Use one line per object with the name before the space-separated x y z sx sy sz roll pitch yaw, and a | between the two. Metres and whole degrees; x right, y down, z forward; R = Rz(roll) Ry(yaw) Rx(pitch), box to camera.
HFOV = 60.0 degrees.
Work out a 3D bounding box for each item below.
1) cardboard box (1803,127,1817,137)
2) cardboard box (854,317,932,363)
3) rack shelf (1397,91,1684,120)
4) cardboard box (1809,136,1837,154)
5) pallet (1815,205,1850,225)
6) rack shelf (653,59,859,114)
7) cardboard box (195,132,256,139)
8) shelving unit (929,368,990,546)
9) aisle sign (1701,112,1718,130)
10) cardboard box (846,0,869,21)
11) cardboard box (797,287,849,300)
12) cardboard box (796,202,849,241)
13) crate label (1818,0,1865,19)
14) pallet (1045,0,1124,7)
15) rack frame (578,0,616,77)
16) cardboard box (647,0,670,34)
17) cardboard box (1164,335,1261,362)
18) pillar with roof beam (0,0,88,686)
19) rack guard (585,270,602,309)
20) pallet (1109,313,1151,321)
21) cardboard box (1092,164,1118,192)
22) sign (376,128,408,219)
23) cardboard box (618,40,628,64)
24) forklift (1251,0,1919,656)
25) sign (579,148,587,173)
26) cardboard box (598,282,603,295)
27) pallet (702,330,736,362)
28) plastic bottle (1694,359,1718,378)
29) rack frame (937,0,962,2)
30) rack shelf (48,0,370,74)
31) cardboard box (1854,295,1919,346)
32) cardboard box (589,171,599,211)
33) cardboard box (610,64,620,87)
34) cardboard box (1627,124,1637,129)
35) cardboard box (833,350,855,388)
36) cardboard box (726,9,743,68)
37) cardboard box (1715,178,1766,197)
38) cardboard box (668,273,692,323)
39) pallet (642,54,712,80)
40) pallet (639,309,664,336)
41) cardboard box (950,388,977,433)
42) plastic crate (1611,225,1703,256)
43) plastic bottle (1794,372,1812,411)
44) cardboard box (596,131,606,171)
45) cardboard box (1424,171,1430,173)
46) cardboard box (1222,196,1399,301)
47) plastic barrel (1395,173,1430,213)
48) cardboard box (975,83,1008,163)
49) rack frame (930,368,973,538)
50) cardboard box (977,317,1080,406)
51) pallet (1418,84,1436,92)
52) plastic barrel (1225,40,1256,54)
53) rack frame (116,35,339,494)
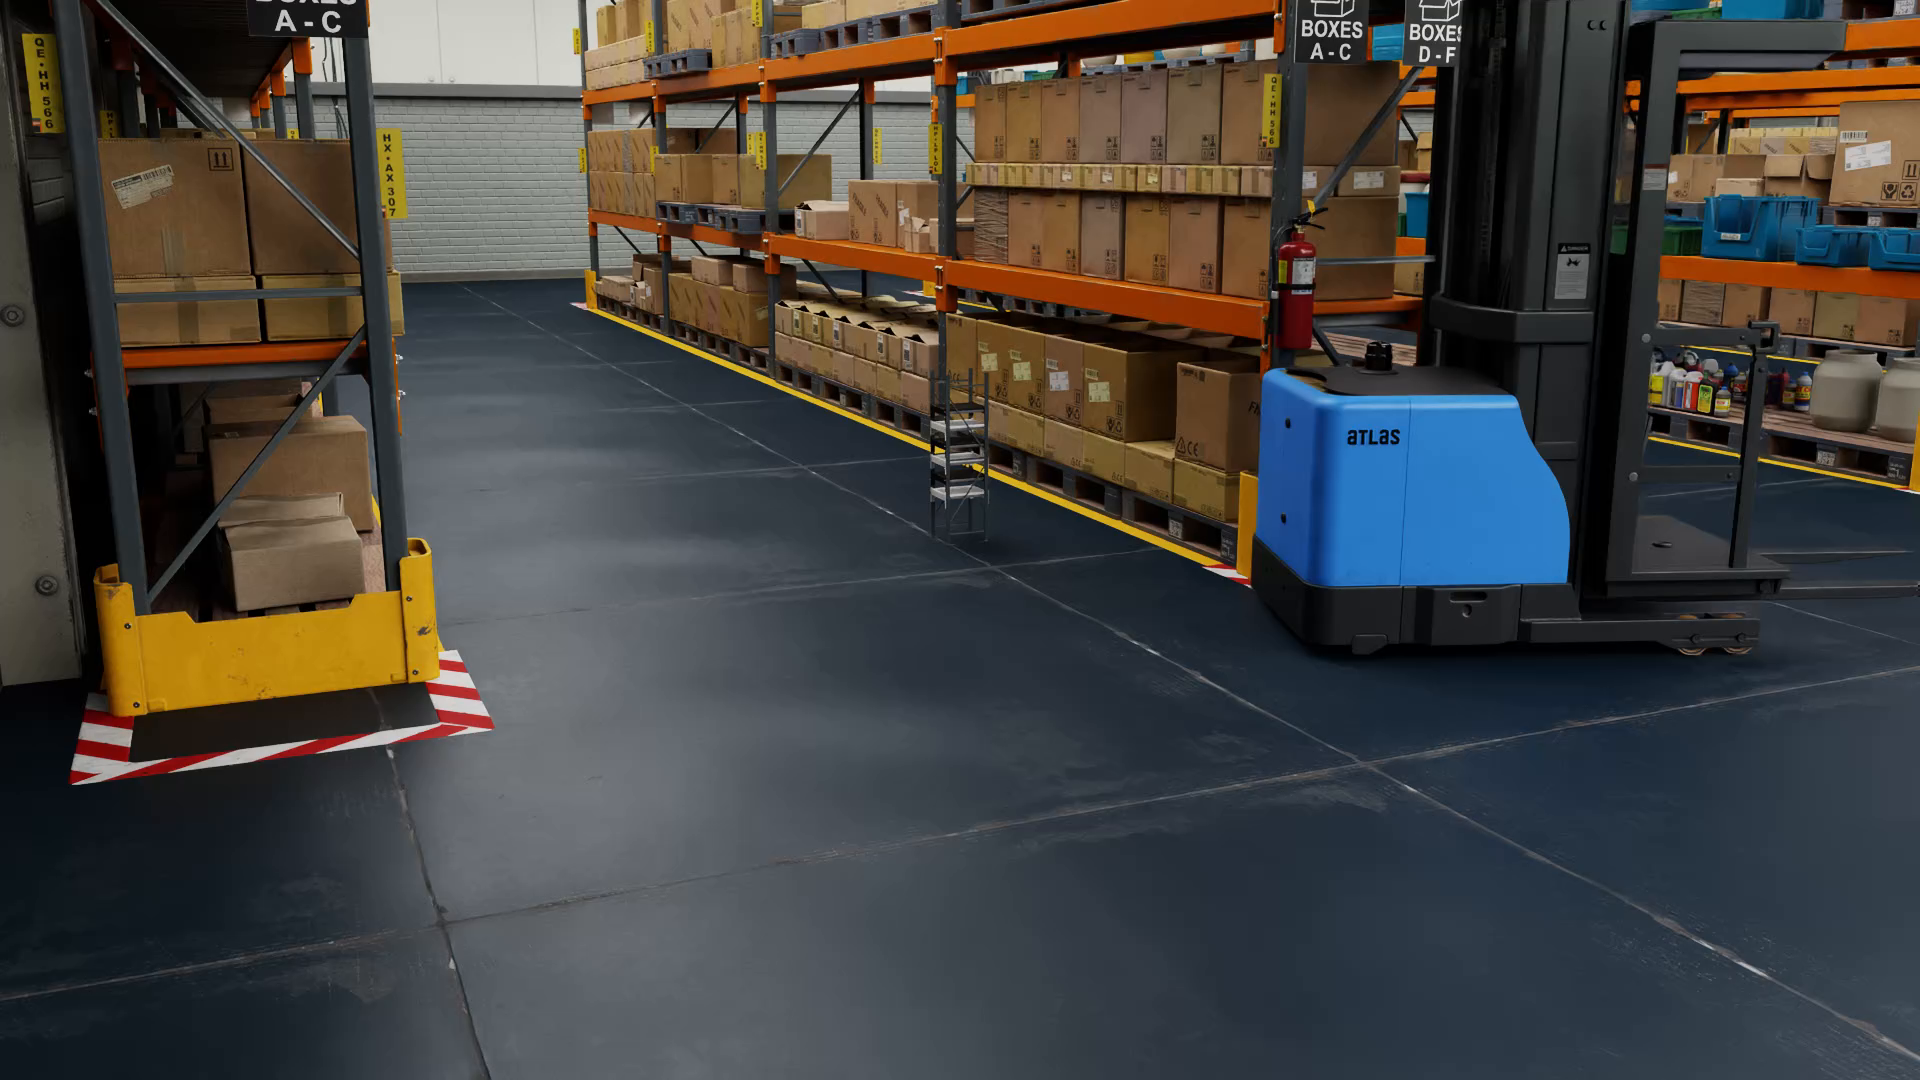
cardboard box | 14.304 -6.805 27.744 0.380 0.149 0.250 -6 14 -23
cardboard box | -0.505 -1.564 12.897 0.500 0.311 0.500 -6 14 -23
rack shelf | 7.006 -5.402 20.501 1.077 0.370 4.000 -6 14 -23
cardboard box | 14.435 -6.418 27.507 0.500 0.500 0.500 -5 14 -22
pallet | 8.638 -3.379 17.243 1.003 0.211 1.213 -6 14 -23
rack shelf | -2.072 -4.508 16.638 1.077 0.370 4.000 -6 14 -23
cardboard box | -5.500 -2.981 12.462 0.380 0.149 0.250 -8 15 -32
shelving unit | -0.003 -0.440 8.776 0.258 0.900 0.210 -6 14 -23
aisle sign | 13.389 -7.681 29.639 0.394 0.787 0.004 -6 14 -23
cardboard box | -0.592 -4.262 13.382 0.500 0.250 0.500 -6 14 -24
cardboard box | -1.406 -2.208 16.325 0.500 0.500 0.500 -6 14 -25
cardboard box | -1.090 -2.738 14.246 0.500 0.311 0.500 -6 14 -24
crate label | 6.027 -3.583 11.377 0.502 0.251 0.408 -6 14 -23
pallet | 1.182 -3.150 9.372 1.003 0.211 1.213 -6 14 -23
rack frame | -4.475 -7.559 21.575 1.000 3.000 0.127 -6 14 -23
cardboard box | -3.103 -5.905 18.638 0.700 0.500 0.500 -6 14 -23
cardboard box | 1.509 -0.898 9.599 0.500 0.500 0.500 -6 14 -23
pillar with roof beam | 0.268 -4.261 7.323 9.100 9.000 0.400 -6 14 -23
rack guard | -4.445 -3.403 22.465 1.175 0.500 0.348 -6 14 -23
pallet | 2.430 -2.483 19.129 1.003 0.211 1.213 -6 14 -23
cardboard box | 0.983 -2.078 9.535 0.380 0.149 0.250 -6 14 -24
sign | -2.106 -1.354 6.146 0.100 0.325 0.005 -6 14 -23
cardboard box | -3.712 -5.725 19.526 0.500 0.250 0.500 -6 14 -23
forklift | 2.875 -1.072 7.000 3.031 2.935 1.130 -1 13 -4
sign | -4.972 -5.009 21.942 0.100 0.325 0.005 -6 14 -23
cardboard box | -4.522 -3.301 21.790 0.380 0.166 0.250 -6 14 -23
pallet | -2.020 -2.035 17.193 1.003 0.211 1.213 -6 14 -23
plastic bottle | 5.661 -1.244 12.658 0.152 0.276 0.135 -5 14 -22
rack frame | 0.332 -5.080 10.863 1.000 3.000 0.127 -6 14 -23
rack shelf | -3.405 -2.407 7.560 1.077 0.370 4.000 -6 14 -23
cardboard box | 9.184 -2.177 16.191 0.700 0.500 0.500 -7 15 -27
cardboard box | -4.539 -4.570 21.741 0.500 0.500 0.500 -5 14 -22
cardboard box | -3.906 -5.586 20.031 0.500 0.250 0.500 -6 14 -23
cardboard box | 10.142 -5.991 25.005 0.500 0.500 0.500 -6 14 -25
cardboard box | -0.709 -1.398 13.423 0.500 0.250 0.500 -5 14 -22
cardboard box | -1.681 -4.686 15.592 0.910 0.500 0.500 -6 14 -23
cardboard box | 8.268 -3.642 17.356 0.500 0.250 0.500 -6 14 -25
cardboard box | -2.903 -2.685 18.386 0.500 0.500 0.500 -6 14 -26
pallet | -2.676 -5.039 17.754 1.213 0.211 1.003 -6 14 -23
pallet | -3.147 -2.594 19.609 1.003 0.211 1.213 -6 14 -23
cardboard box | 0.240 -0.899 11.270 0.500 0.250 0.500 -6 14 -23
plastic crate | 5.157 -2.195 12.171 0.450 0.188 0.662 -6 14 -23
plastic bottle | 6.033 -1.066 11.897 0.097 0.271 0.097 0 13 0
cardboard box | -4.323 -4.950 21.165 0.500 0.500 0.500 -5 14 -22
cardboard box | 6.363 -4.532 21.575 0.500 0.500 0.500 -6 14 -23
cardboard box | 1.759 -1.477 8.379 0.700 0.500 0.500 -6 14 -23
plastic barrel | 4.222 -3.129 15.435 0.433 0.535 0.433 0 13 0
cardboard box | 0.515 -2.747 10.988 0.700 0.500 0.500 -6 14 -23
rack frame | -0.044 -0.461 8.866 0.240 0.900 0.006 -6 14 -23
cardboard box | 0.438 -1.161 10.738 0.500 0.500 0.500 -6 14 -23
pallet | 6.618 -5.887 21.428 0.805 0.209 1.217 -6 14 -25
plastic barrel | 3.045 -5.423 17.114 0.600 0.830 0.708 -6 14 -23
rack frame | -4.206 -1.709 9.603 1.000 3.000 0.127 -6 14 -23
